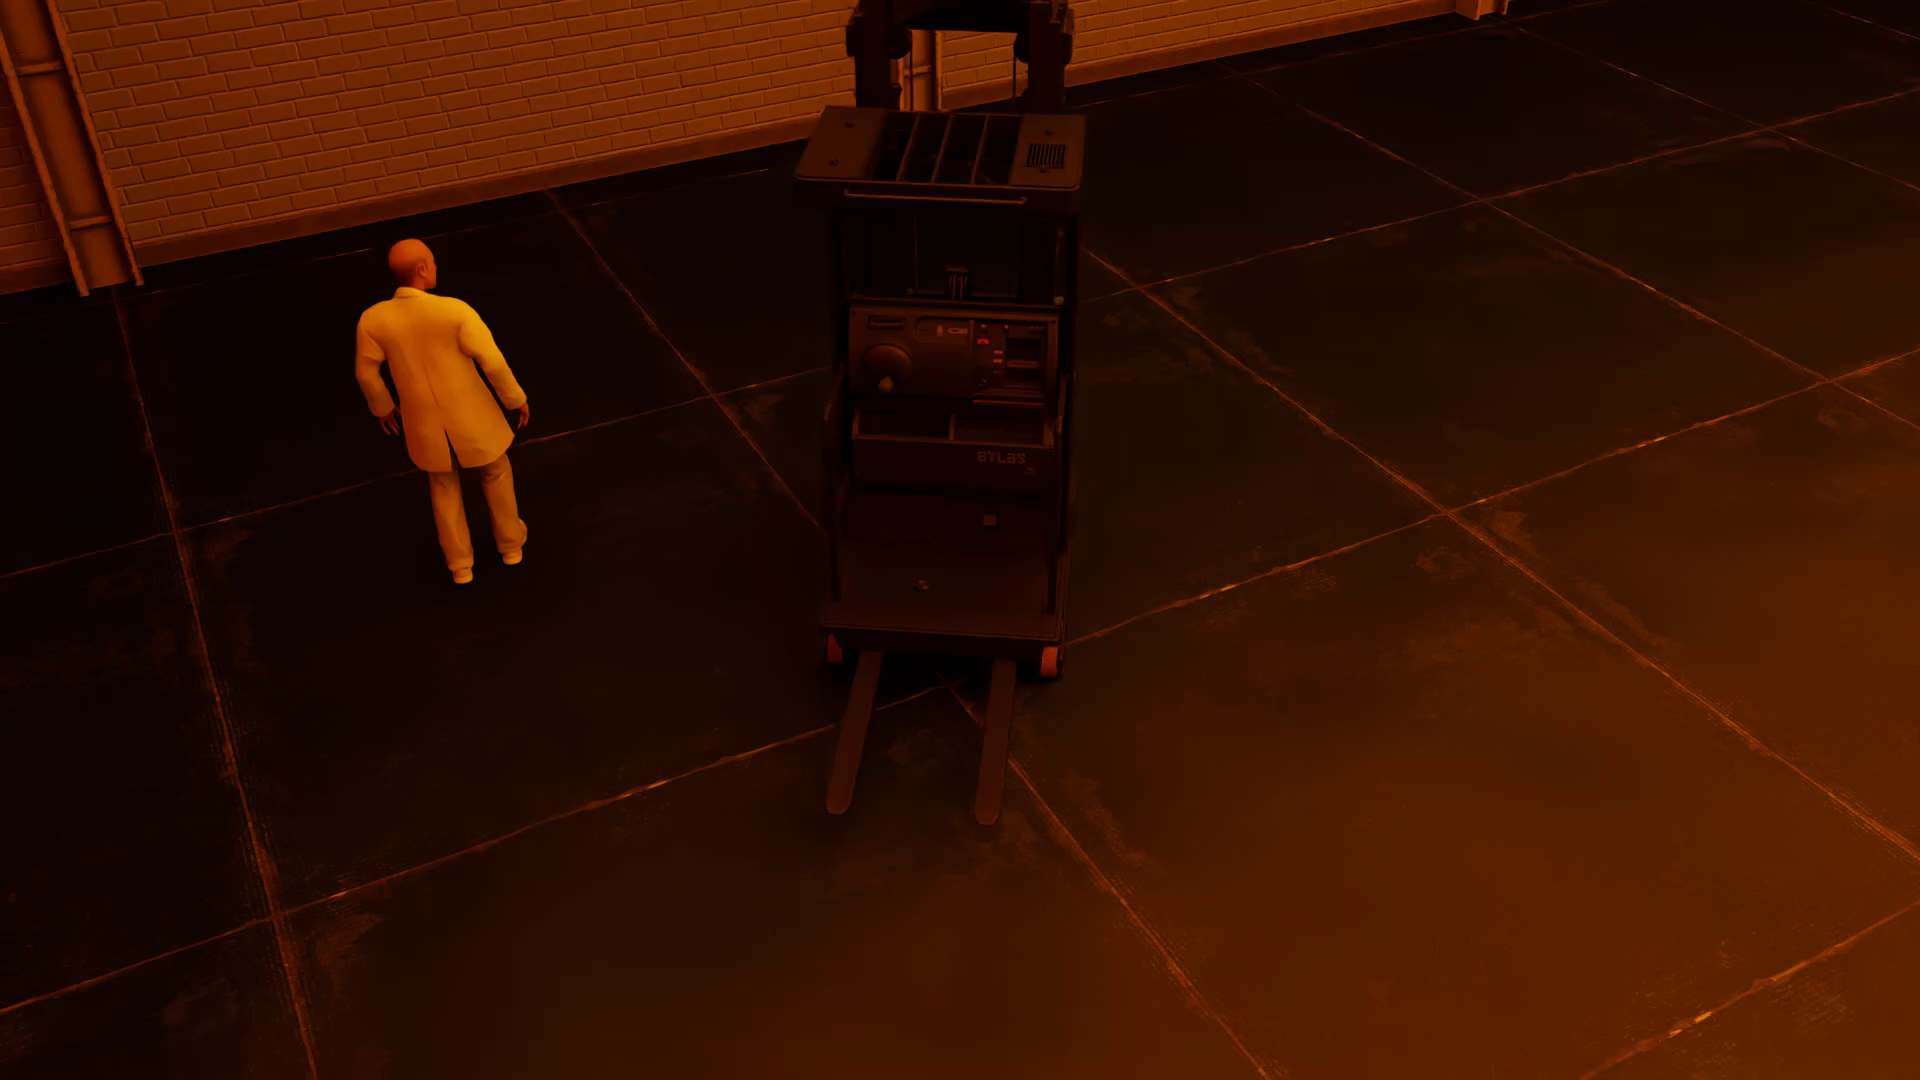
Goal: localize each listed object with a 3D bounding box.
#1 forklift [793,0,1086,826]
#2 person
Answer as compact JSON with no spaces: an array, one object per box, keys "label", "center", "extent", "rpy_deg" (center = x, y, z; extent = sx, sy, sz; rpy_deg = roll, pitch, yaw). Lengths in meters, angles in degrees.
[{"label":"forklift","center":[-0.051,-0.760,7.199],"extent":[1.130,2.935,3.031],"rpy_deg":[3,35,5]},{"label":"person","center":[-2.459,-0.640,8.040],"extent":[0.763,1.764,0.517],"rpy_deg":[-3,35,-4]}]
